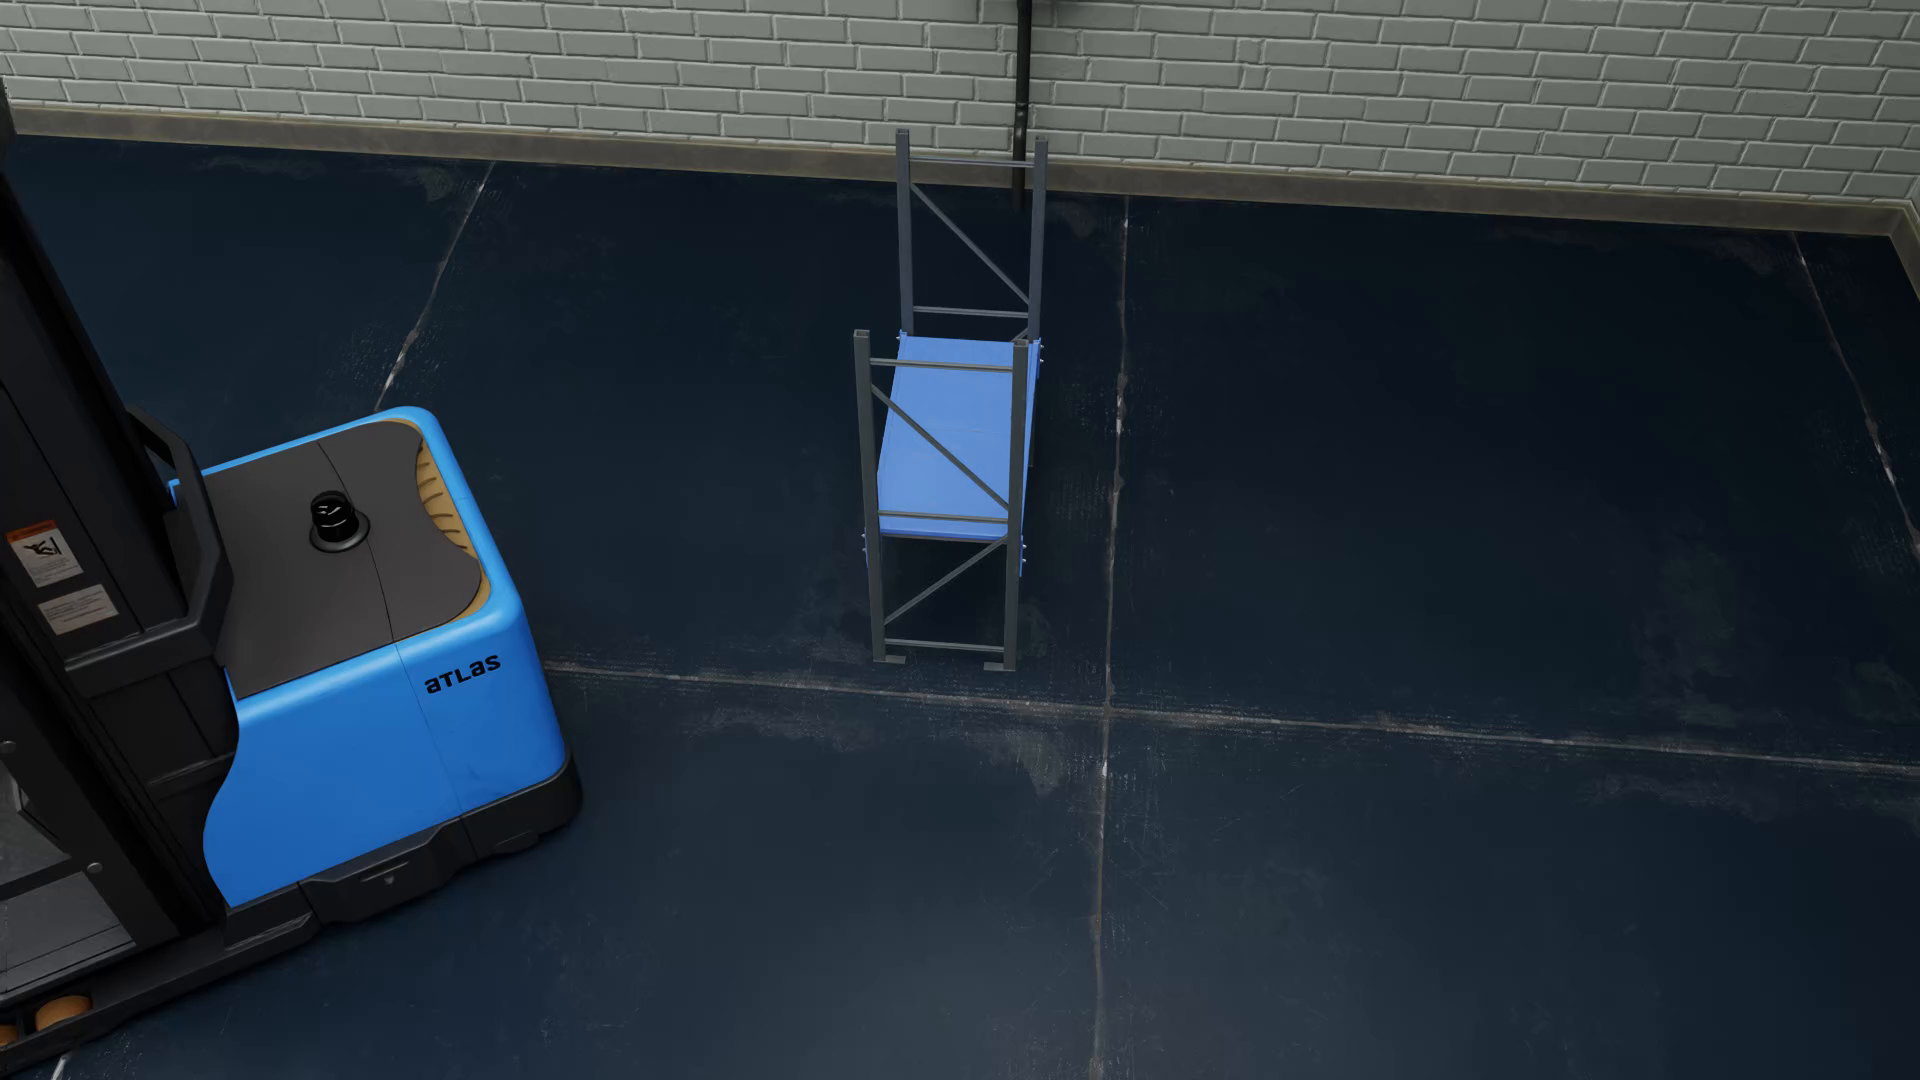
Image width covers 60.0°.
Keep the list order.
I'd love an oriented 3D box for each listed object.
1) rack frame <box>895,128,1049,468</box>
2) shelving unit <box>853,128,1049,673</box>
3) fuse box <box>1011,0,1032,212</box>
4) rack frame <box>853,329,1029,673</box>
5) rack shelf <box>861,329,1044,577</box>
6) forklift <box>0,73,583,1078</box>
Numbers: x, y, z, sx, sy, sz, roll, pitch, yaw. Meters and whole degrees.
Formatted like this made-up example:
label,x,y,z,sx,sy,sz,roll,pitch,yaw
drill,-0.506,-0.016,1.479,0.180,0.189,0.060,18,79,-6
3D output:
label,x,y,z,sx,sy,sz,roll,pitch,yaw
rack frame,0.039,-0.817,5.981,0.500,1.500,0.032,4,48,4
shelving unit,-0.008,-0.443,5.639,0.538,1.500,1.048,4,48,4
fuse box,0.289,-2.080,6.993,0.539,1.711,0.414,4,48,4
rack frame,-0.054,-0.070,5.298,0.500,1.500,0.032,4,48,4
rack shelf,-0.008,-0.322,5.772,0.538,0.185,1.000,4,48,4
forklift,-2.766,0.119,4.155,3.031,2.935,1.130,-21,51,-19
